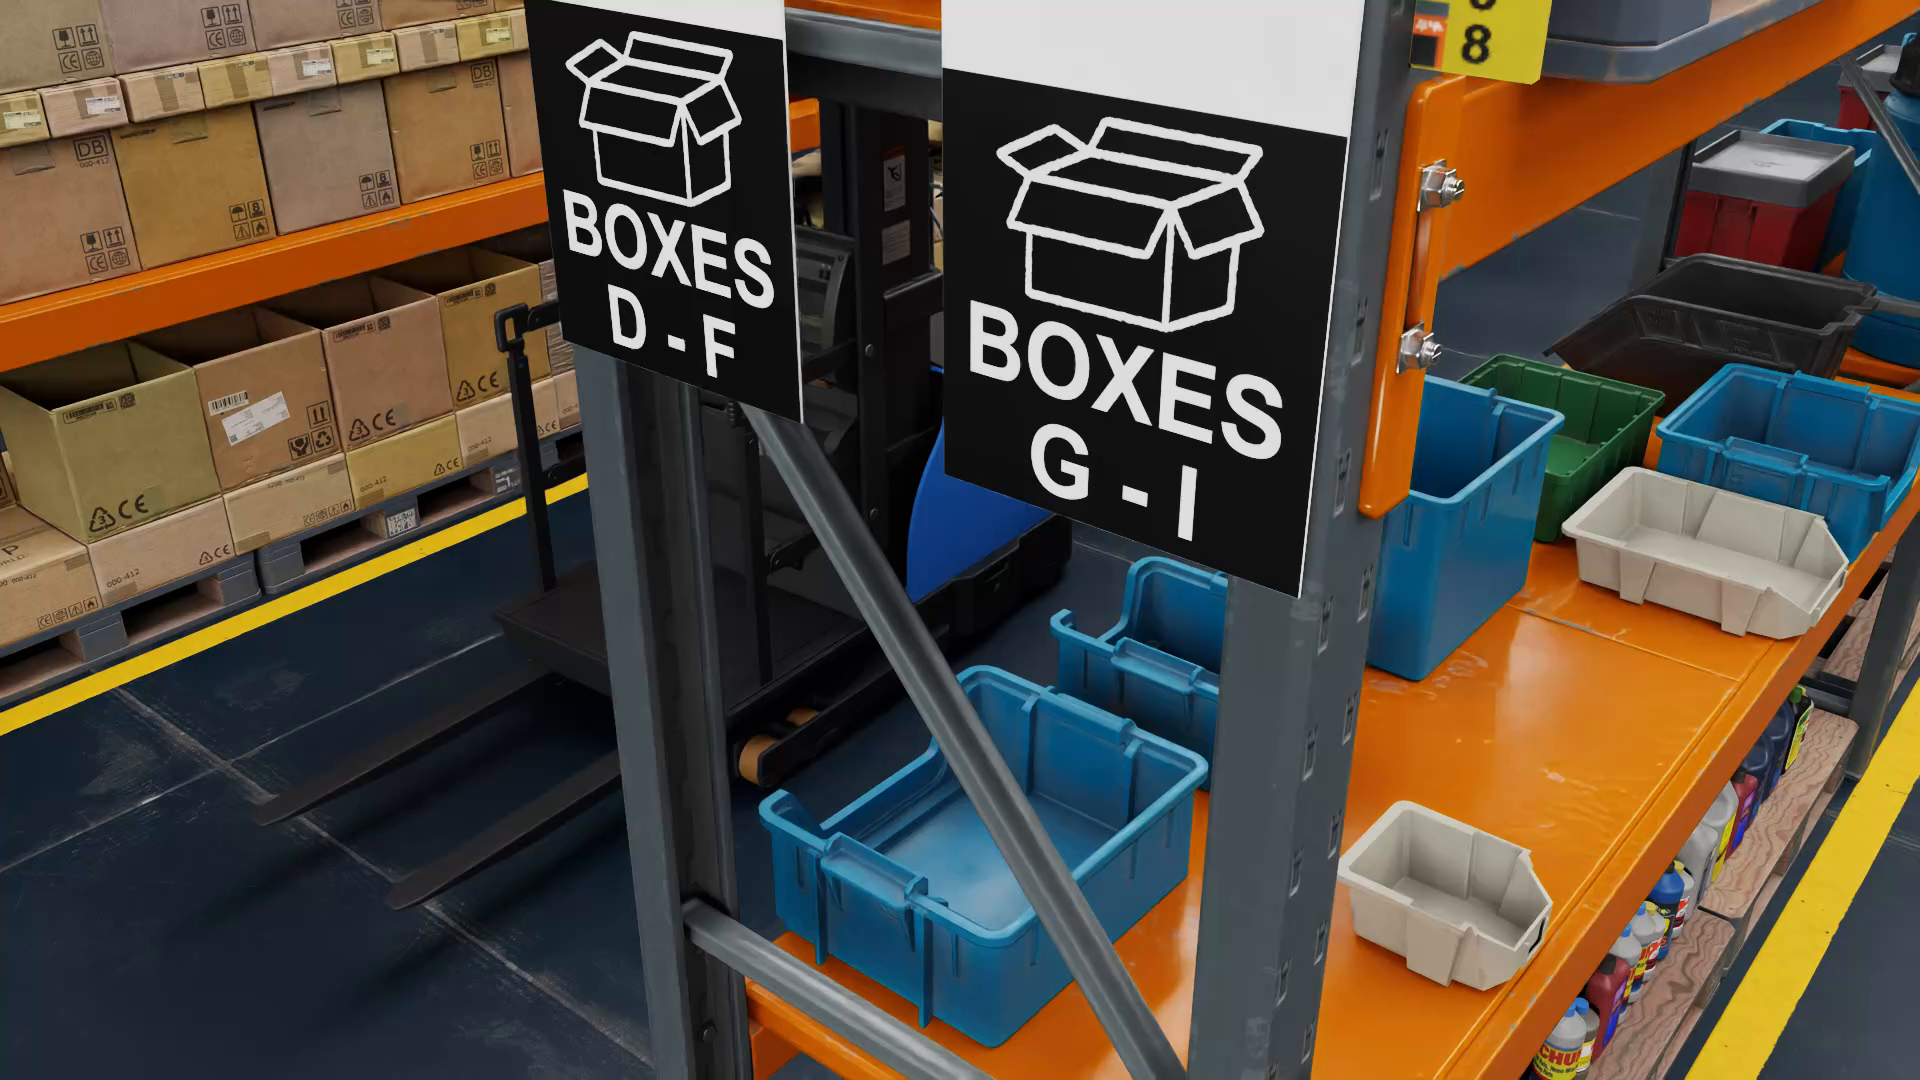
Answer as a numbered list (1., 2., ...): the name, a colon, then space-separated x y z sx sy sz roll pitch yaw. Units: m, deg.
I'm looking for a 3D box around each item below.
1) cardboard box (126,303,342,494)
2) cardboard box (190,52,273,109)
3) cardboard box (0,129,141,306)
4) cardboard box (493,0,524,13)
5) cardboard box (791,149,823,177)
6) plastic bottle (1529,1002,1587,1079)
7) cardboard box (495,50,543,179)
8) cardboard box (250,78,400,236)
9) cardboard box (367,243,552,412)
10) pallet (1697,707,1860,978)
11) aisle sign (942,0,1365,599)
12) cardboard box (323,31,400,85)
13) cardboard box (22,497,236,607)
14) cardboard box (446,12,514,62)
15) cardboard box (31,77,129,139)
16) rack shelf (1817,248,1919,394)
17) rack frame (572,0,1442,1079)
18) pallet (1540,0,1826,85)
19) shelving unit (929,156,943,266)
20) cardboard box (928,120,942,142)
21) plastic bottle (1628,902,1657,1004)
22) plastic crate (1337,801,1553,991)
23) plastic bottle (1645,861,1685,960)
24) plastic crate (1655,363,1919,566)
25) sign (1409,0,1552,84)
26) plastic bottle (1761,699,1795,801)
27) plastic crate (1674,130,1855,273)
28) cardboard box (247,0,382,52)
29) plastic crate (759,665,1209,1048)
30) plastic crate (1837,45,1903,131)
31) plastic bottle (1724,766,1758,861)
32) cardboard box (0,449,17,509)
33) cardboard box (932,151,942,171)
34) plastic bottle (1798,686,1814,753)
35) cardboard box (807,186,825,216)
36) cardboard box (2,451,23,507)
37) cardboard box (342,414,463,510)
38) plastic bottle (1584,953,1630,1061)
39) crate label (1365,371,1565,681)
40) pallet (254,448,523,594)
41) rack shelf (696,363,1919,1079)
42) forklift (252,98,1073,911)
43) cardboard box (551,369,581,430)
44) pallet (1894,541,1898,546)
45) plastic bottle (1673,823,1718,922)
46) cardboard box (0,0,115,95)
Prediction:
1. cardboard box: -2.725 -0.546 6.259 0.500 0.500 0.500 21 34 34
2. cardboard box: -2.629 -1.629 5.820 0.380 0.149 0.250 20 34 34
3. cardboard box: -3.226 -1.157 5.613 0.700 0.500 0.500 22 34 36
4. cardboard box: -1.916 -2.463 6.727 0.700 0.500 0.500 21 34 34
5. cardboard box: -0.637 -1.986 9.249 0.500 0.311 0.500 21 34 34
6. plastic bottle: 1.351 1.150 3.752 0.097 0.271 0.097 0 27 0
7. cardboard box: -1.926 -1.878 7.007 0.700 0.500 0.500 20 34 34
8. cardboard box: -2.573 -1.519 6.313 0.700 0.500 0.500 22 35 36
9. cardboard box: -2.087 -0.899 6.943 0.500 0.500 0.500 21 34 34
10. pallet: 2.042 0.732 5.105 1.003 0.211 1.213 21 34 34
11. aisle sign: 0.137 -0.358 1.348 0.394 0.787 0.004 21 34 34
12. cardboard box: -2.302 -1.810 6.170 0.380 0.149 0.250 22 35 36
13. cardboard box: -3.035 -0.032 6.083 0.500 0.250 0.500 21 34 34
14. cardboard box: -1.975 -1.995 6.527 0.380 0.149 0.250 21 34 34
15. cardboard box: -2.959 -1.443 5.460 0.380 0.149 0.250 20 34 34
16. rack shelf: 3.773 -1.122 6.437 1.077 0.370 4.000 21 34 34
17. rack frame: -0.040 0.687 2.158 0.949 2.616 0.053 21 34 34
18. pallet: 0.559 -0.827 2.026 1.003 0.211 1.213 21 34 34
19. shelving unit: 0.360 -0.906 6.869 0.538 1.500 1.048 19 33 32
20. cardboard box: 0.012 -2.345 9.944 0.500 0.311 0.500 20 33 33
21. plastic bottle: 1.632 0.993 4.056 0.097 0.271 0.097 0 27 0
22. plastic crate: 0.775 0.580 2.652 0.298 0.136 0.250 21 34 34
23. plastic bottle: 1.761 0.922 4.195 0.097 0.271 0.097 0 27 0
24. plastic crate: 2.007 -0.195 4.024 0.499 0.251 0.616 21 34 34
25. sign: 0.379 -0.488 1.155 0.100 0.325 0.005 21 34 34
26. plastic bottle: 2.314 0.561 4.805 0.144 0.351 0.185 20 33 33
27. plastic crate: 2.573 -1.022 5.391 0.402 0.464 0.583 21 34 34
28. cardboard box: -2.553 -2.109 6.042 0.700 0.500 0.500 21 34 34
29. plastic crate: 0.045 0.487 2.706 0.499 0.251 0.616 21 34 34
30. plastic crate: 3.782 -1.696 6.693 0.402 0.464 0.583 21 34 34
31. plastic bottle: 2.121 0.729 4.553 0.061 0.283 0.133 23 35 38
32. cardboard box: -3.751 -0.339 5.860 0.500 0.500 0.500 21 34 34
33. cardboard box: 0.113 -2.015 9.306 0.500 0.311 0.500 22 34 36
34. plastic bottle: 2.511 0.535 5.019 0.097 0.201 0.097 0 27 0
35. cardboard box: -0.541 -1.645 8.591 0.500 0.311 0.500 20 34 34
36. cardboard box: -3.441 -0.186 6.380 0.500 0.250 0.500 21 34 34
37. cardboard box: -2.395 -0.385 6.765 0.500 0.250 0.500 21 34 34
38. plastic bottle: 1.509 1.070 3.894 0.061 0.283 0.133 21 34 35
39. crate label: 0.919 -0.062 3.566 0.502 0.435 0.616 21 34 34
40. pallet: -2.632 -0.239 6.982 1.003 0.211 1.213 21 34 34
41. rack shelf: 1.229 0.296 3.696 1.077 0.370 4.000 21 34 34
42. forklift: -0.847 -0.778 5.064 1.130 2.935 3.031 19 33 32
43. cardboard box: -1.770 -0.744 7.459 0.500 0.250 0.500 21 34 34
44. pallet: 3.747 -0.218 6.942 1.003 0.211 1.213 21 34 34
45. plastic bottle: 1.880 0.833 4.360 0.152 0.276 0.135 21 34 35
46. cardboard box: -3.192 -1.753 5.352 0.700 0.500 0.500 20 33 33
